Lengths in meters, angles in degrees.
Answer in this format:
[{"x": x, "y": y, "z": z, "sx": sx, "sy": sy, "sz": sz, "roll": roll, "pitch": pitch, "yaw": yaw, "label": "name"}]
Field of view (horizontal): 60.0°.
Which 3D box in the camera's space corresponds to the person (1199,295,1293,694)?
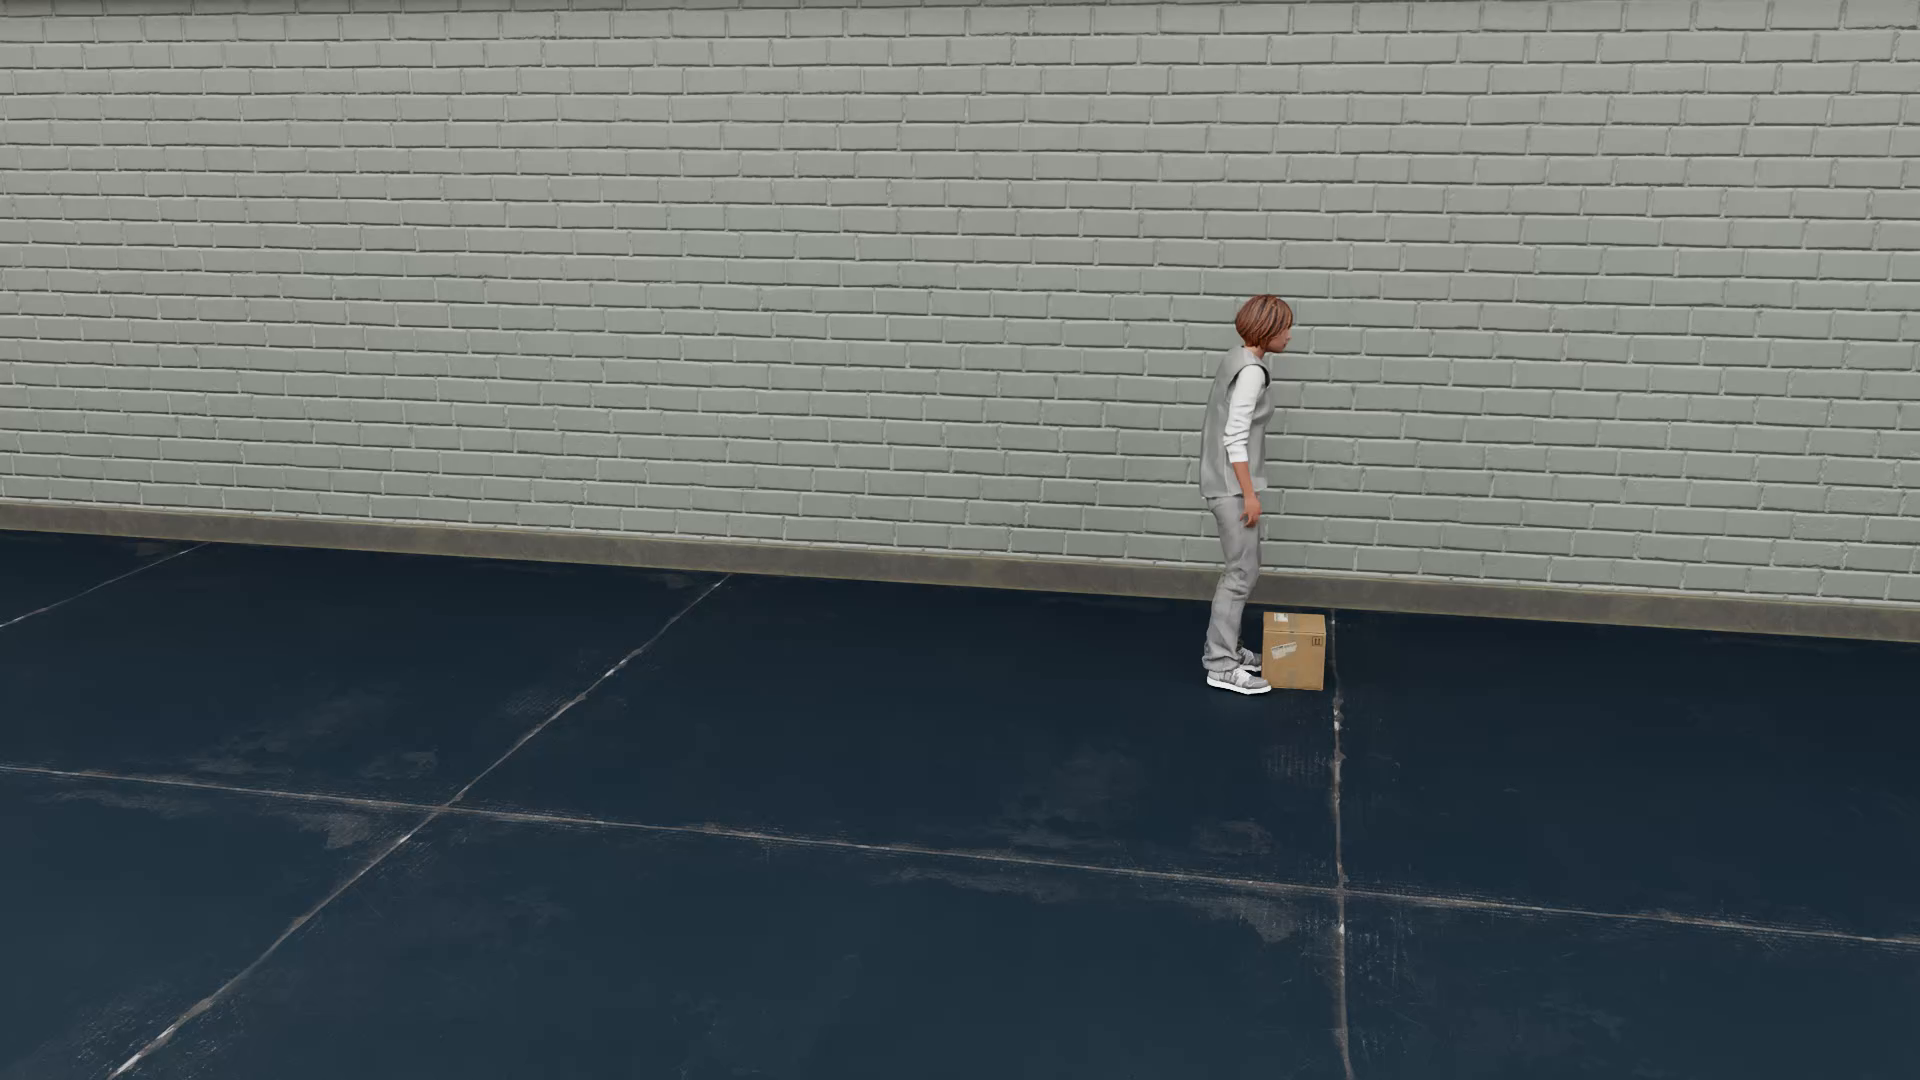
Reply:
[{"x": 1.147, "y": -0.199, "z": 6.781, "sx": 0.346, "sy": 1.593, "sz": 0.477, "roll": 3, "pitch": 15, "yaw": 10, "label": "person"}]
